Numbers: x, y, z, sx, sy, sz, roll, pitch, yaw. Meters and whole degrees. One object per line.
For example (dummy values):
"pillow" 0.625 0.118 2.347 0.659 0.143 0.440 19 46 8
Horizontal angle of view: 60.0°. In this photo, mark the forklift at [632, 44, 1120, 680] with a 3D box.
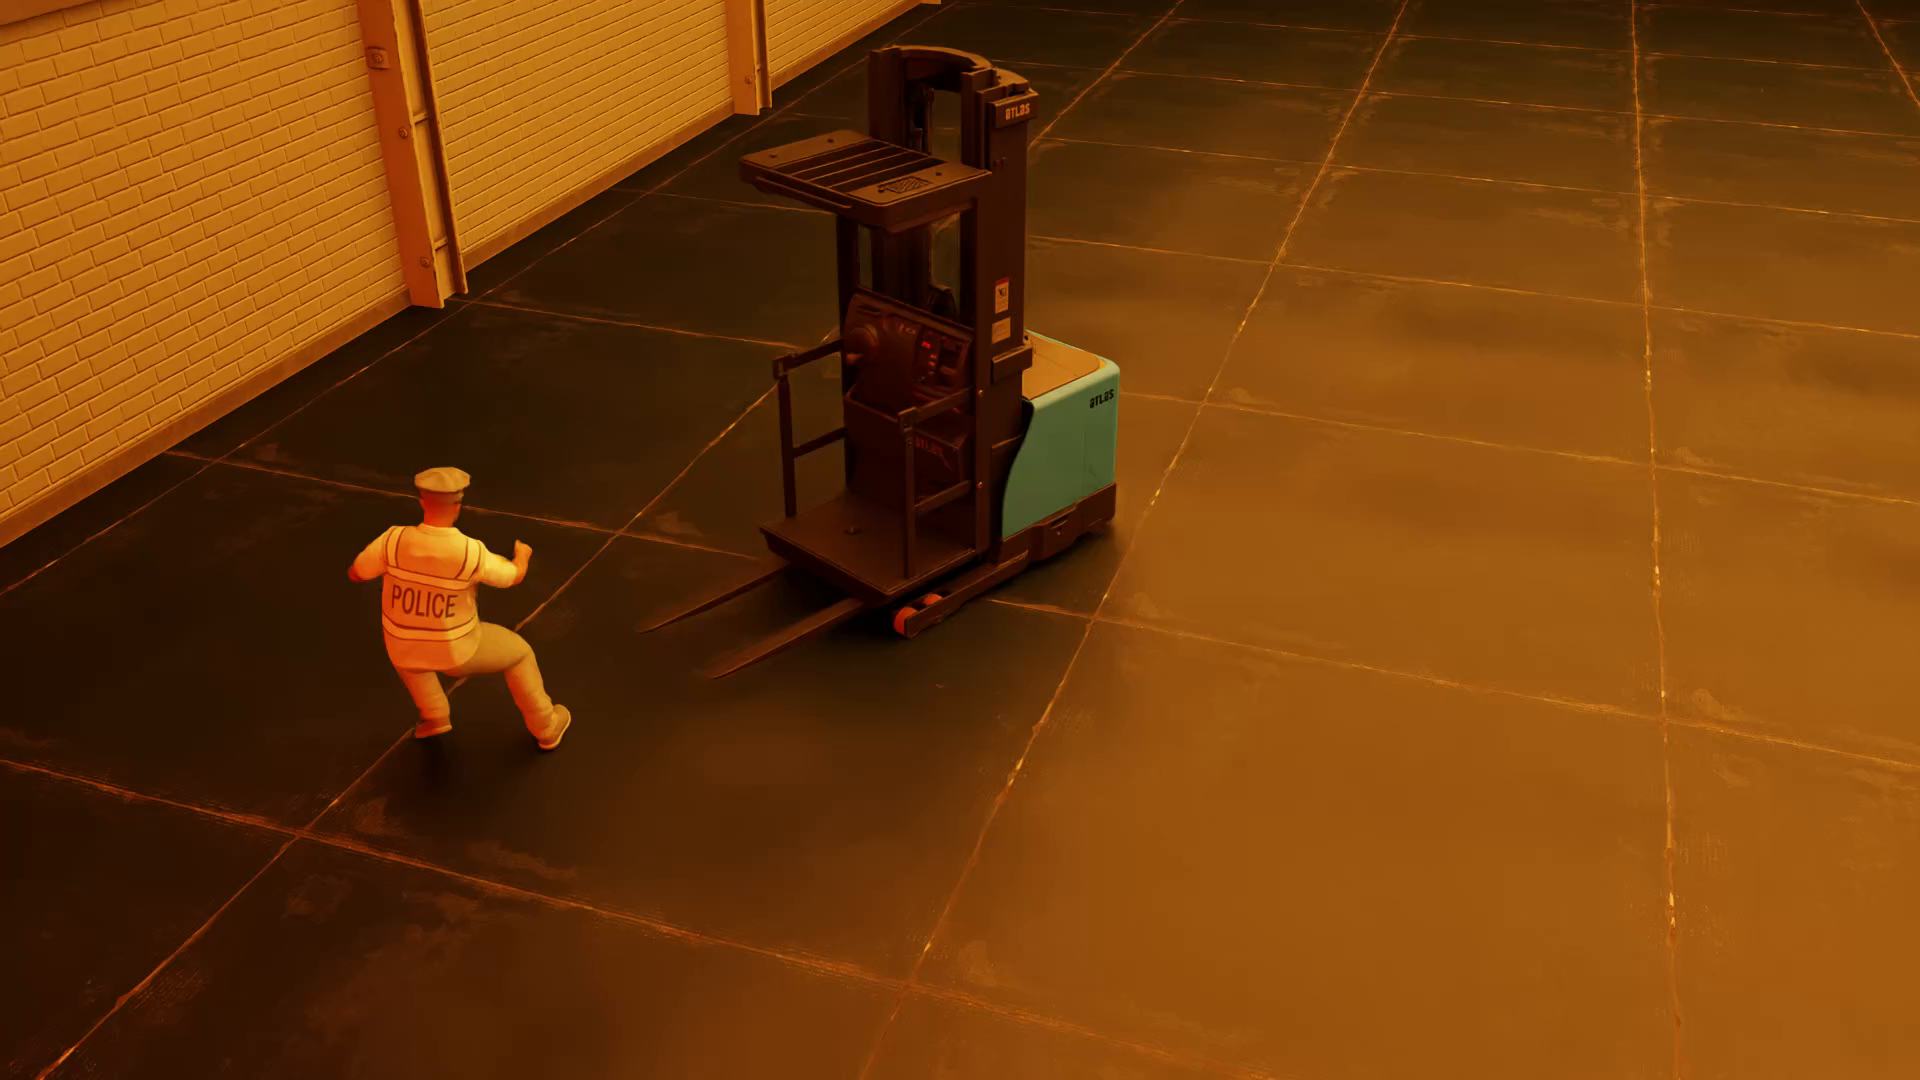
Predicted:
"forklift" -0.440 -1.025 8.934 1.130 2.935 3.031 26 39 38

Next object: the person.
"person" -2.419 0.324 7.942 0.894 1.560 0.781 -1 30 -2
